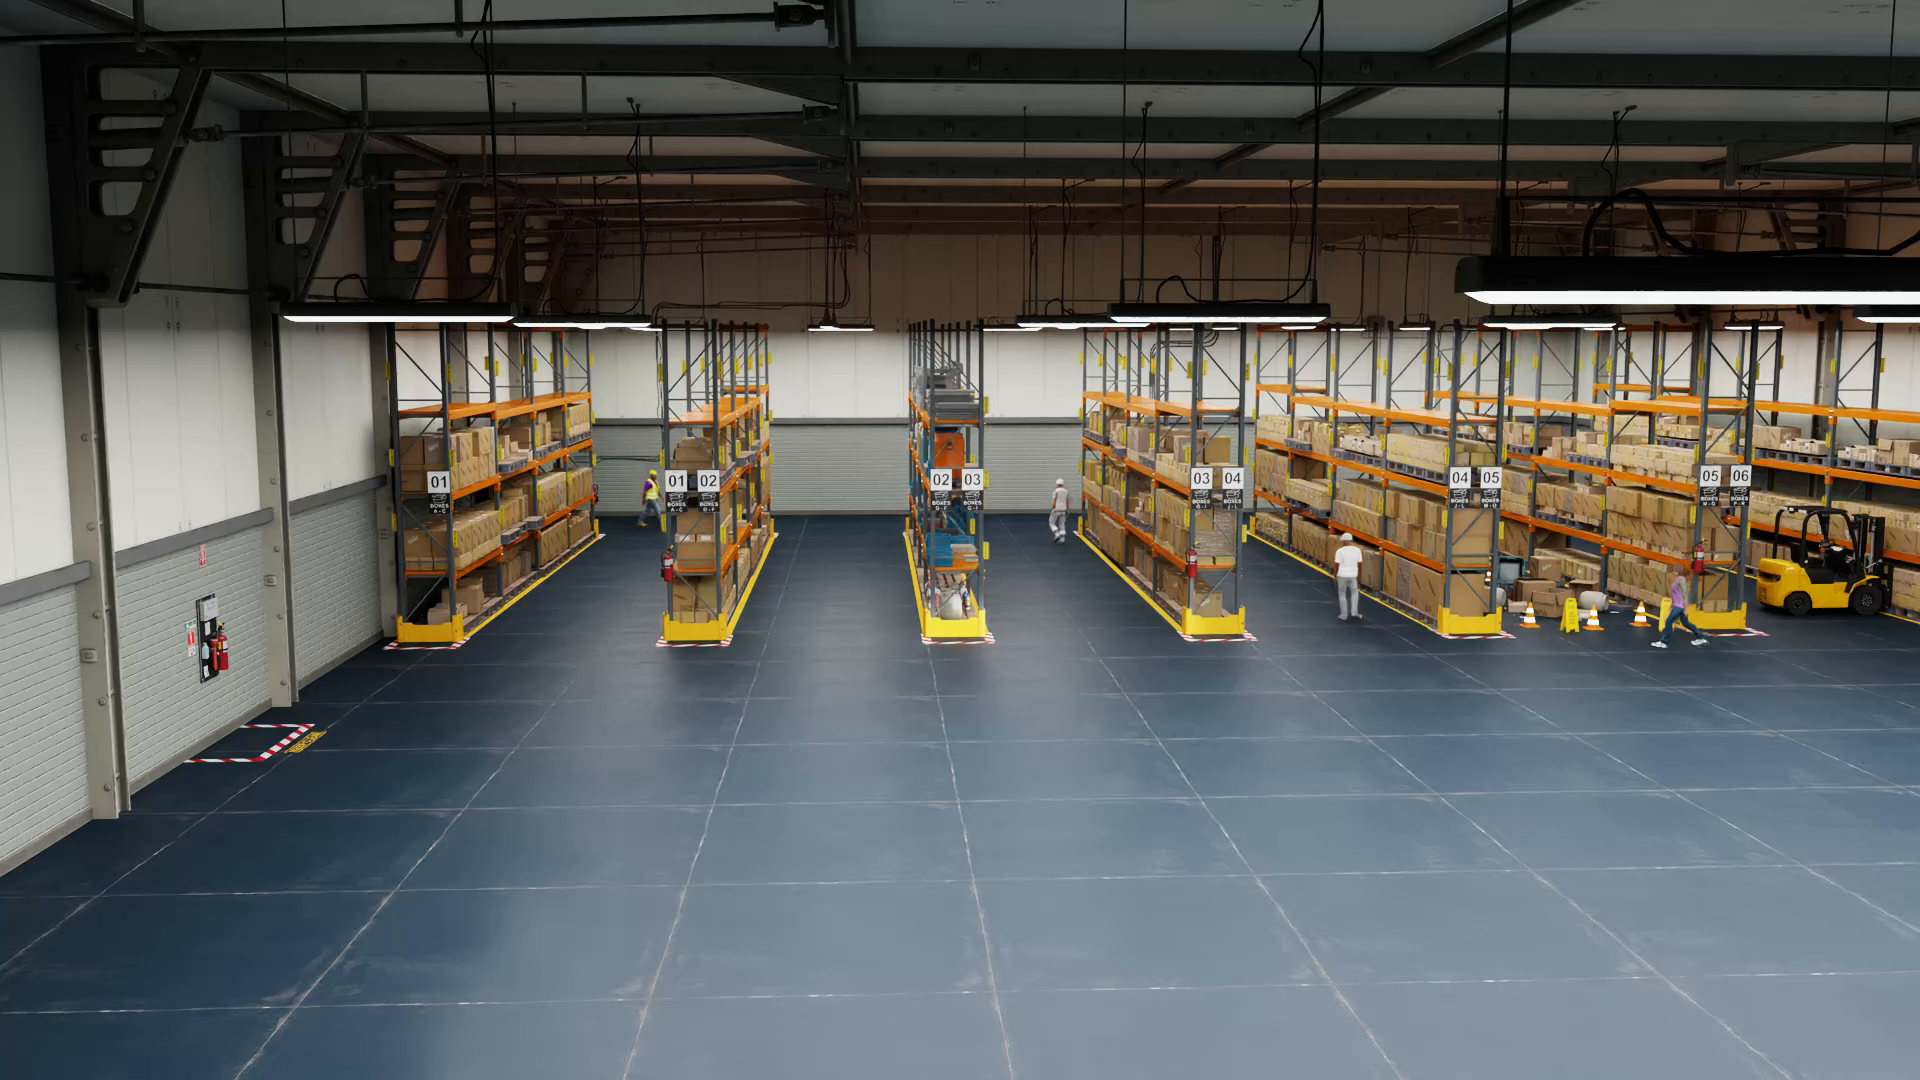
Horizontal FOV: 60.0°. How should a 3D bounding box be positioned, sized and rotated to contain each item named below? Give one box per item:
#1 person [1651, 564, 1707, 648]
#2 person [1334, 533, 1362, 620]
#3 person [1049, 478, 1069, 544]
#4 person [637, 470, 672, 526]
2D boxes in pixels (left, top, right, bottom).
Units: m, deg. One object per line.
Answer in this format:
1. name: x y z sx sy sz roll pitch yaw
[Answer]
1. person: 13.152 1.202 30.338 0.962 1.545 0.417 2 7 14
2. person: 7.785 0.736 33.391 0.589 1.765 0.548 0 7 -3
3. person: 2.740 -0.789 45.547 0.602 1.791 0.467 -4 8 -30
4. person: -9.070 -1.228 49.306 1.095 1.709 0.564 1 7 5
